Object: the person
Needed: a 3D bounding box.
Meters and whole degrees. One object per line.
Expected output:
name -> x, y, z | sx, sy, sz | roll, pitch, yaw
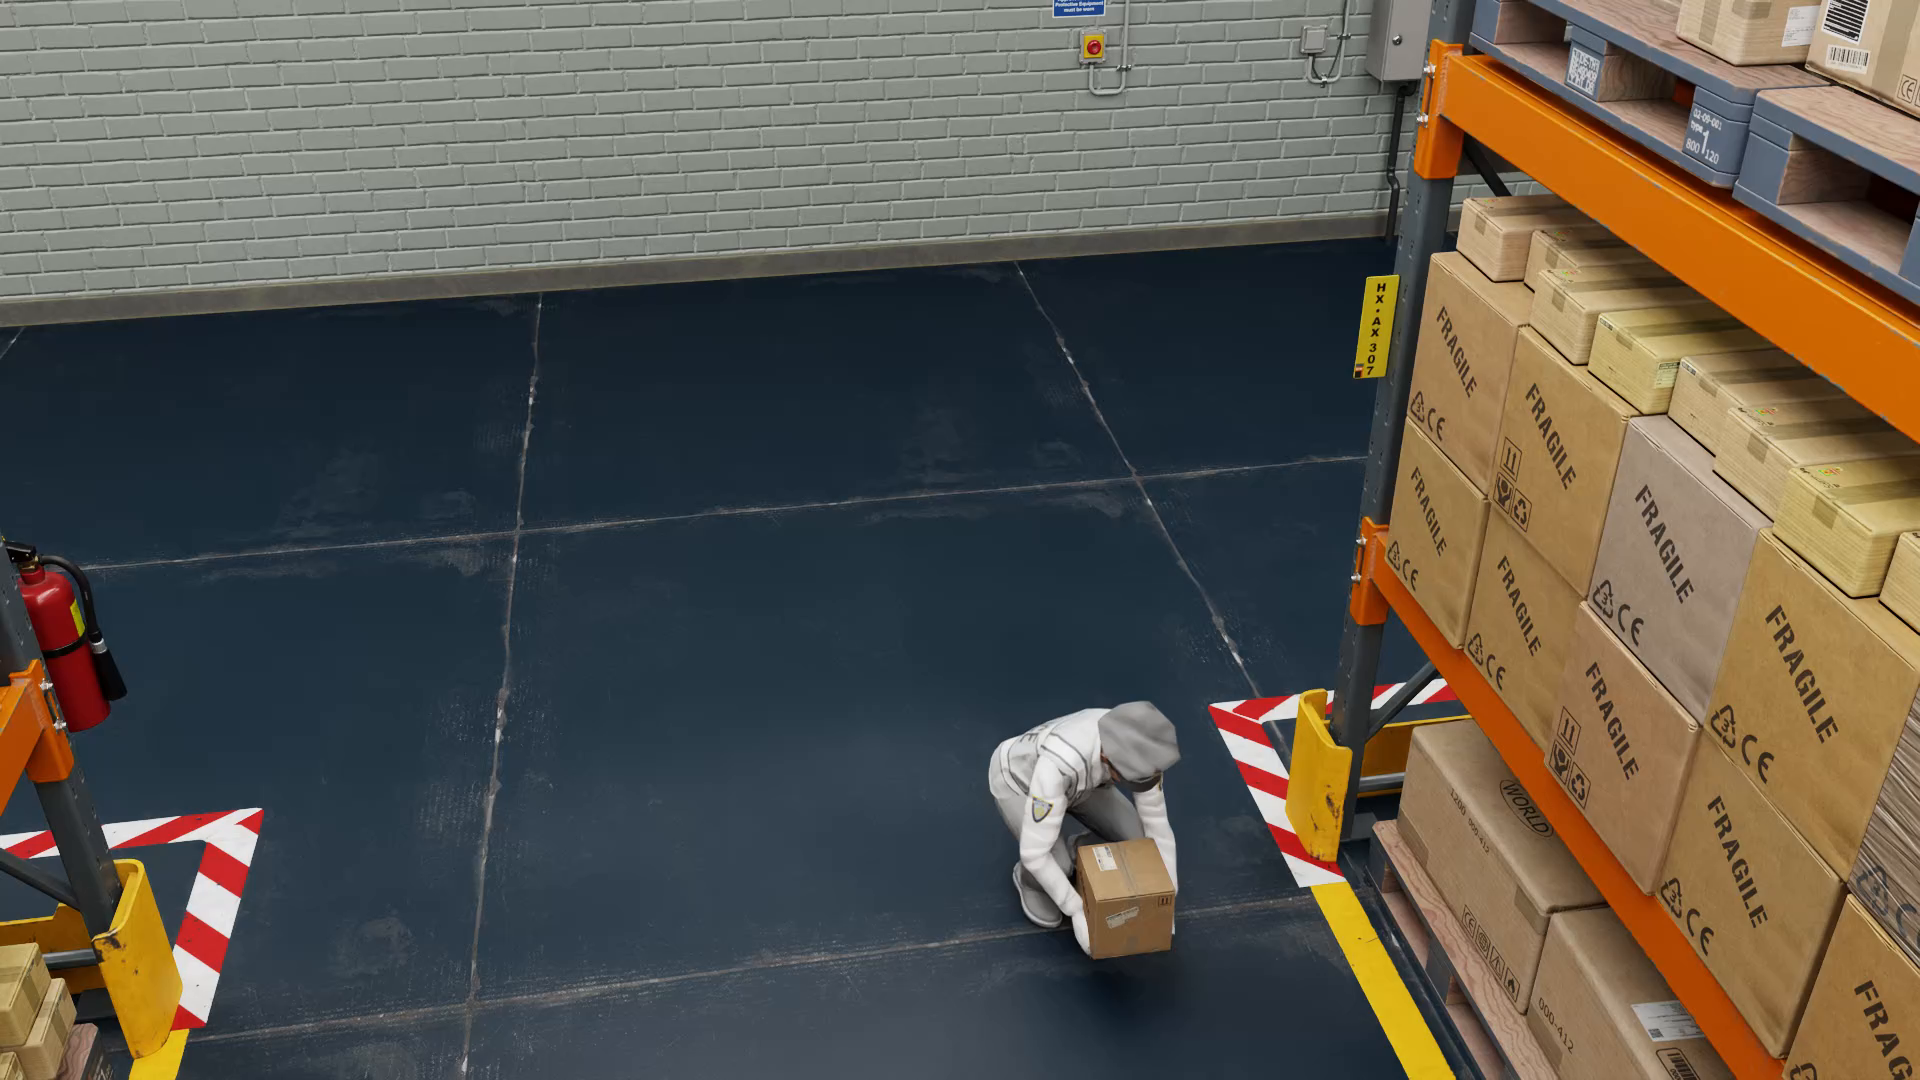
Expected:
person -> 0.388, 0.858, 5.399 | 0.515, 0.959, 0.837 | -12, 33, -20
